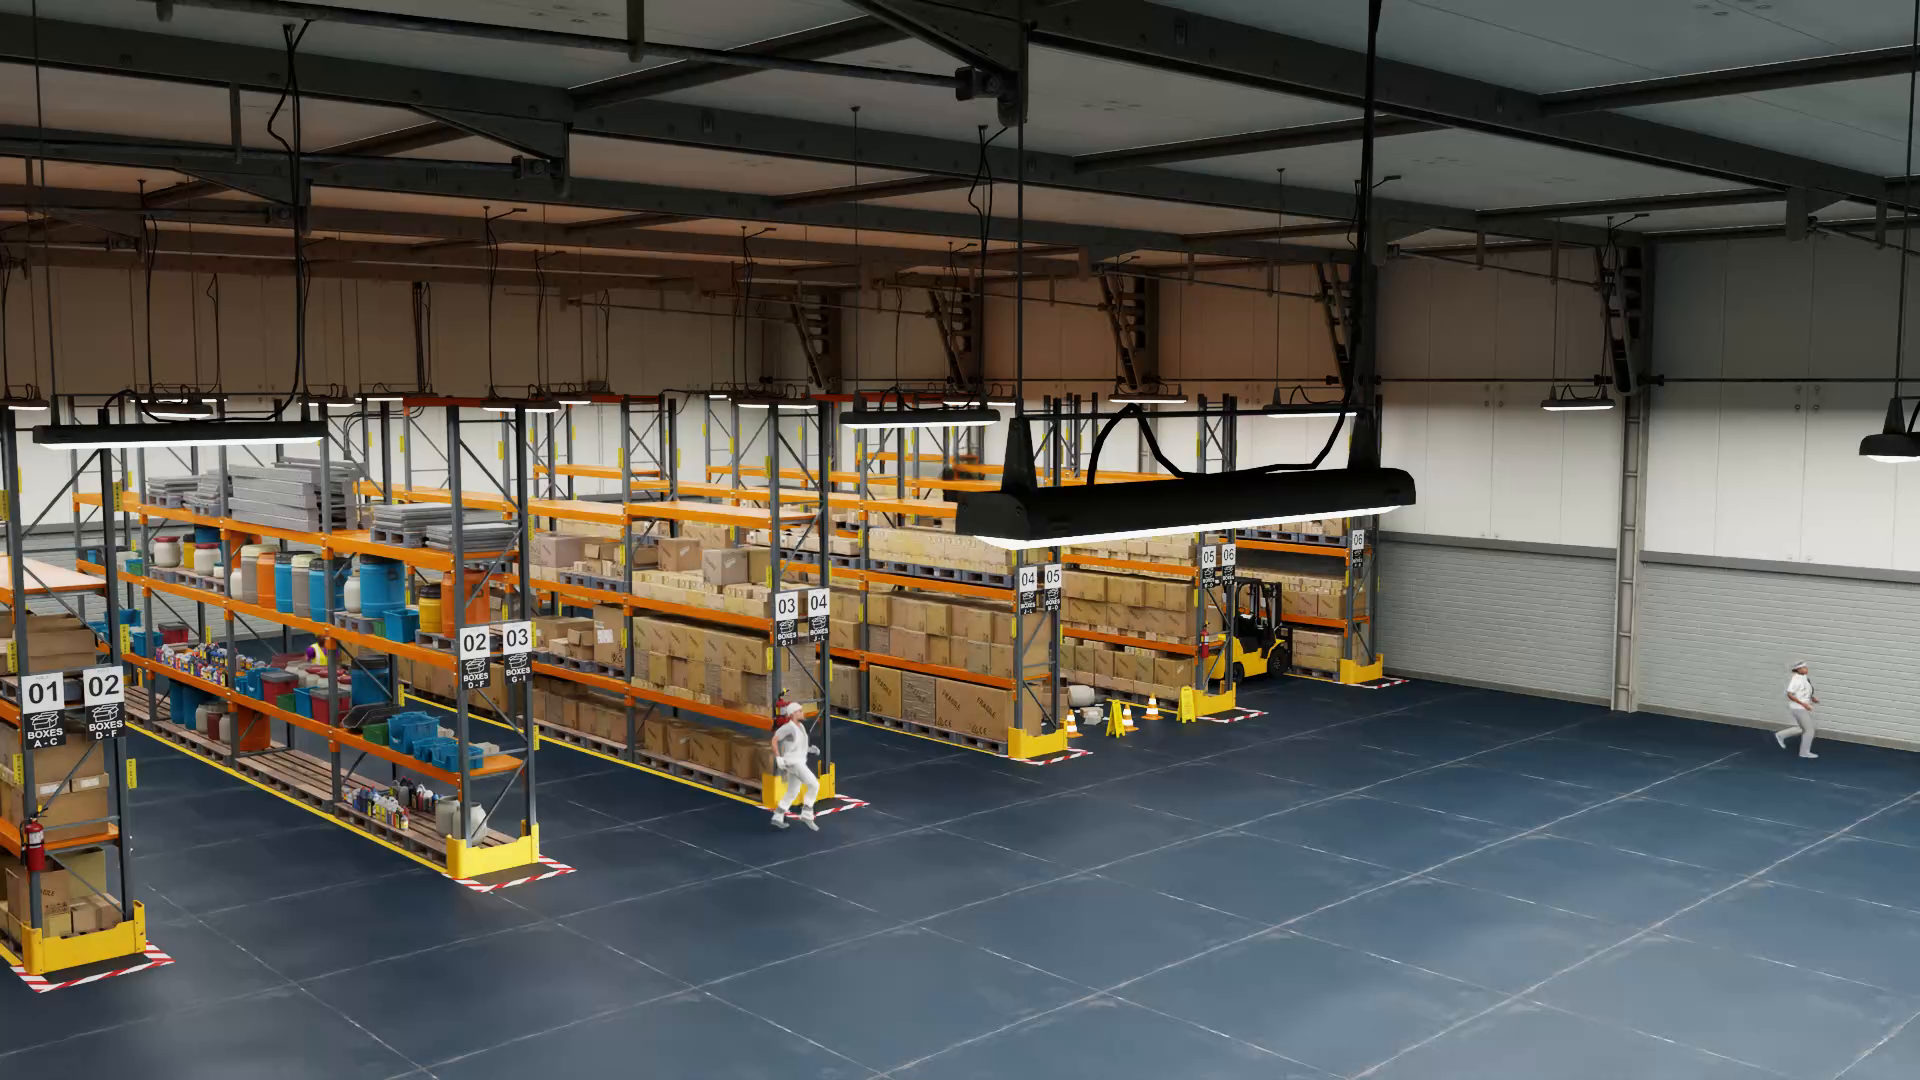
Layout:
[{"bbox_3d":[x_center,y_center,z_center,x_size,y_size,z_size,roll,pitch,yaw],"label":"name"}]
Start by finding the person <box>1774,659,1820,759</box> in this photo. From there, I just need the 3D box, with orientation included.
[{"bbox_3d":[14.053,2.808,27.904,0.701,1.655,0.581,4,7,35],"label":"person"}]

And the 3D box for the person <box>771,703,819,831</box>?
[{"bbox_3d":[-2.301,3.175,23.456,0.697,1.753,0.687,1,6,7],"label":"person"}]

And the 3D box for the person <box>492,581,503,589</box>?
[{"bbox_3d":[-11.043,1.715,39.516,0.642,1.606,0.753,4,7,34],"label":"person"}]

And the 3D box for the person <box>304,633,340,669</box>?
[{"bbox_3d":[-11.814,2.494,30.822,0.671,1.726,0.696,5,8,44],"label":"person"}]
